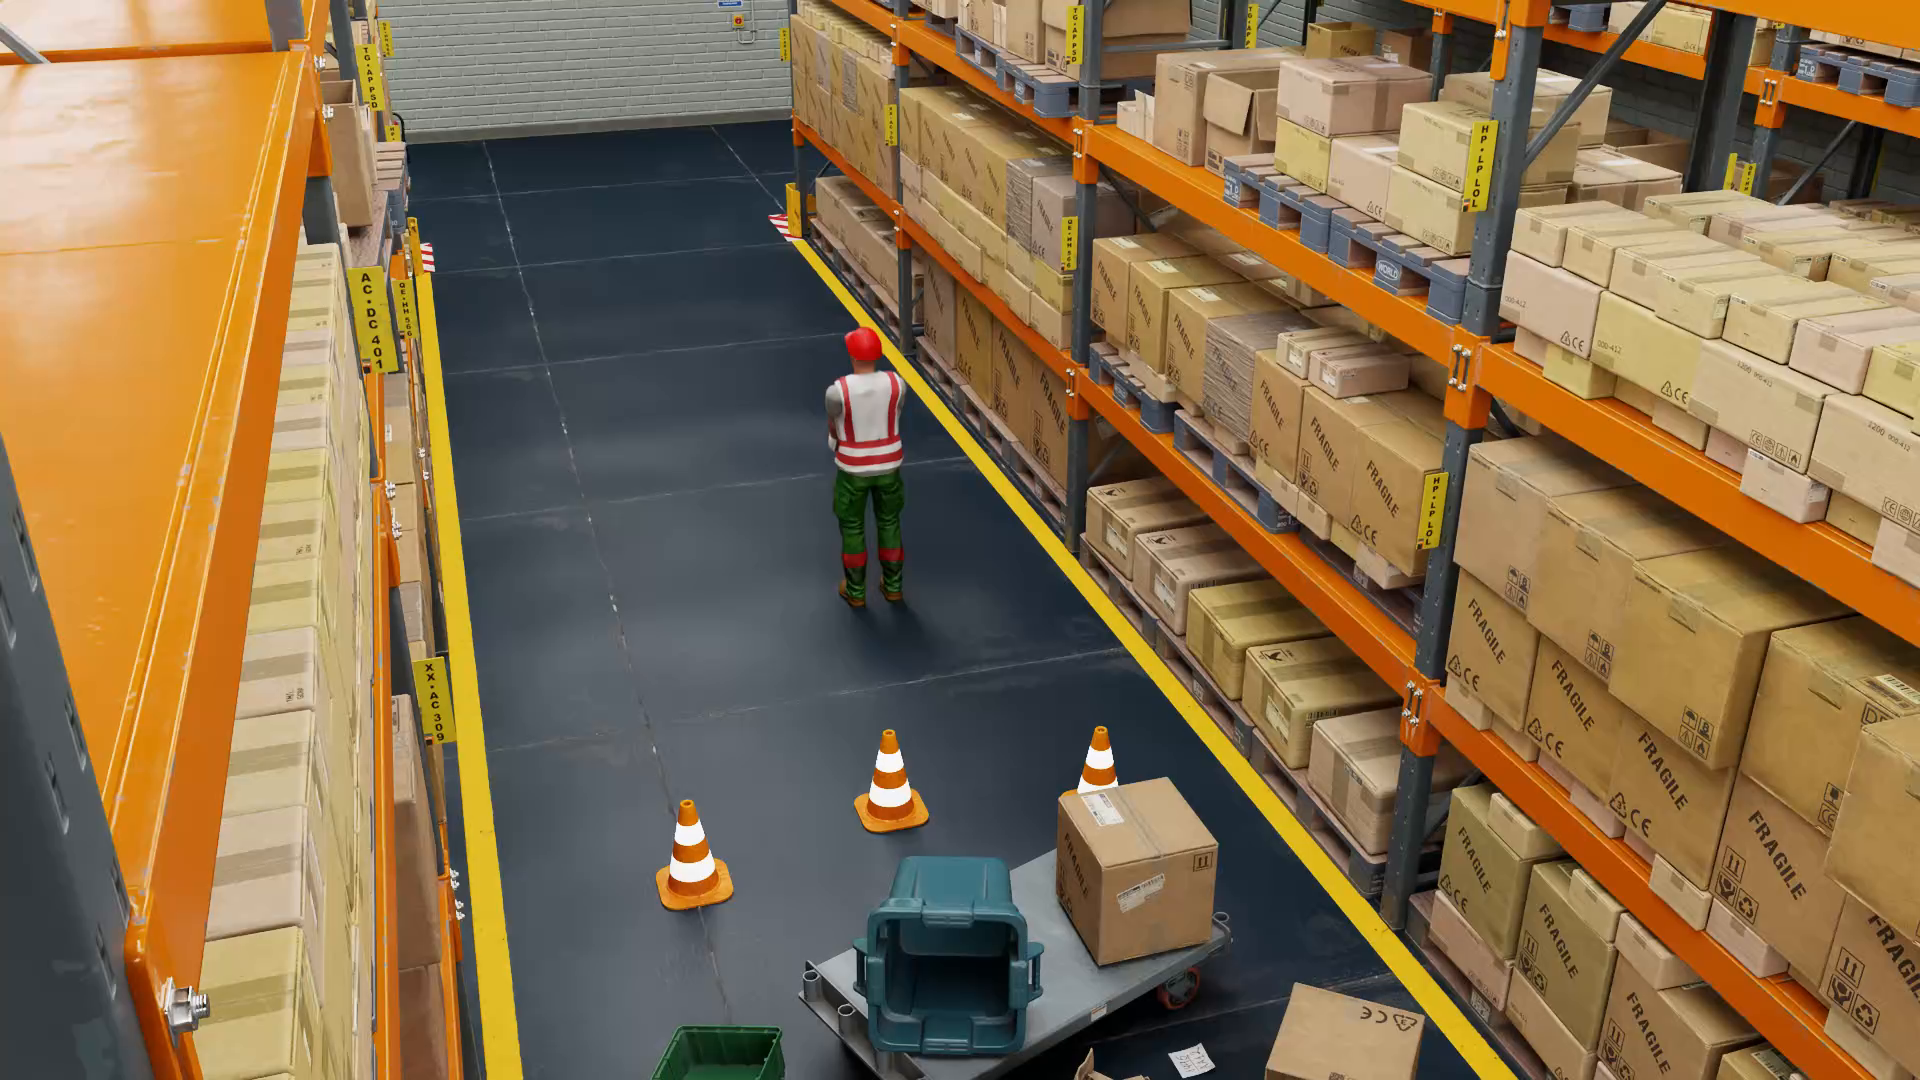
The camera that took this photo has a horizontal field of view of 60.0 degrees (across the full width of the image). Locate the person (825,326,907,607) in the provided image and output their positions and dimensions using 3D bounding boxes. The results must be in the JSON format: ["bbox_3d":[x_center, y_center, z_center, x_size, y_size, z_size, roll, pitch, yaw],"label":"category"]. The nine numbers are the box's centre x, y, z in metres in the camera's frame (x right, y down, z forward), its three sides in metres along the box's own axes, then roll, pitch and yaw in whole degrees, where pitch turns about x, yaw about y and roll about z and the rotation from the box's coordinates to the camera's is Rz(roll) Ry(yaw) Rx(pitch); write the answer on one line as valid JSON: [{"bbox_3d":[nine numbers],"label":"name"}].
[{"bbox_3d":[-0.589,-0.487,10.083,0.494,1.784,0.564,-8,27,-15],"label":"person"}]
